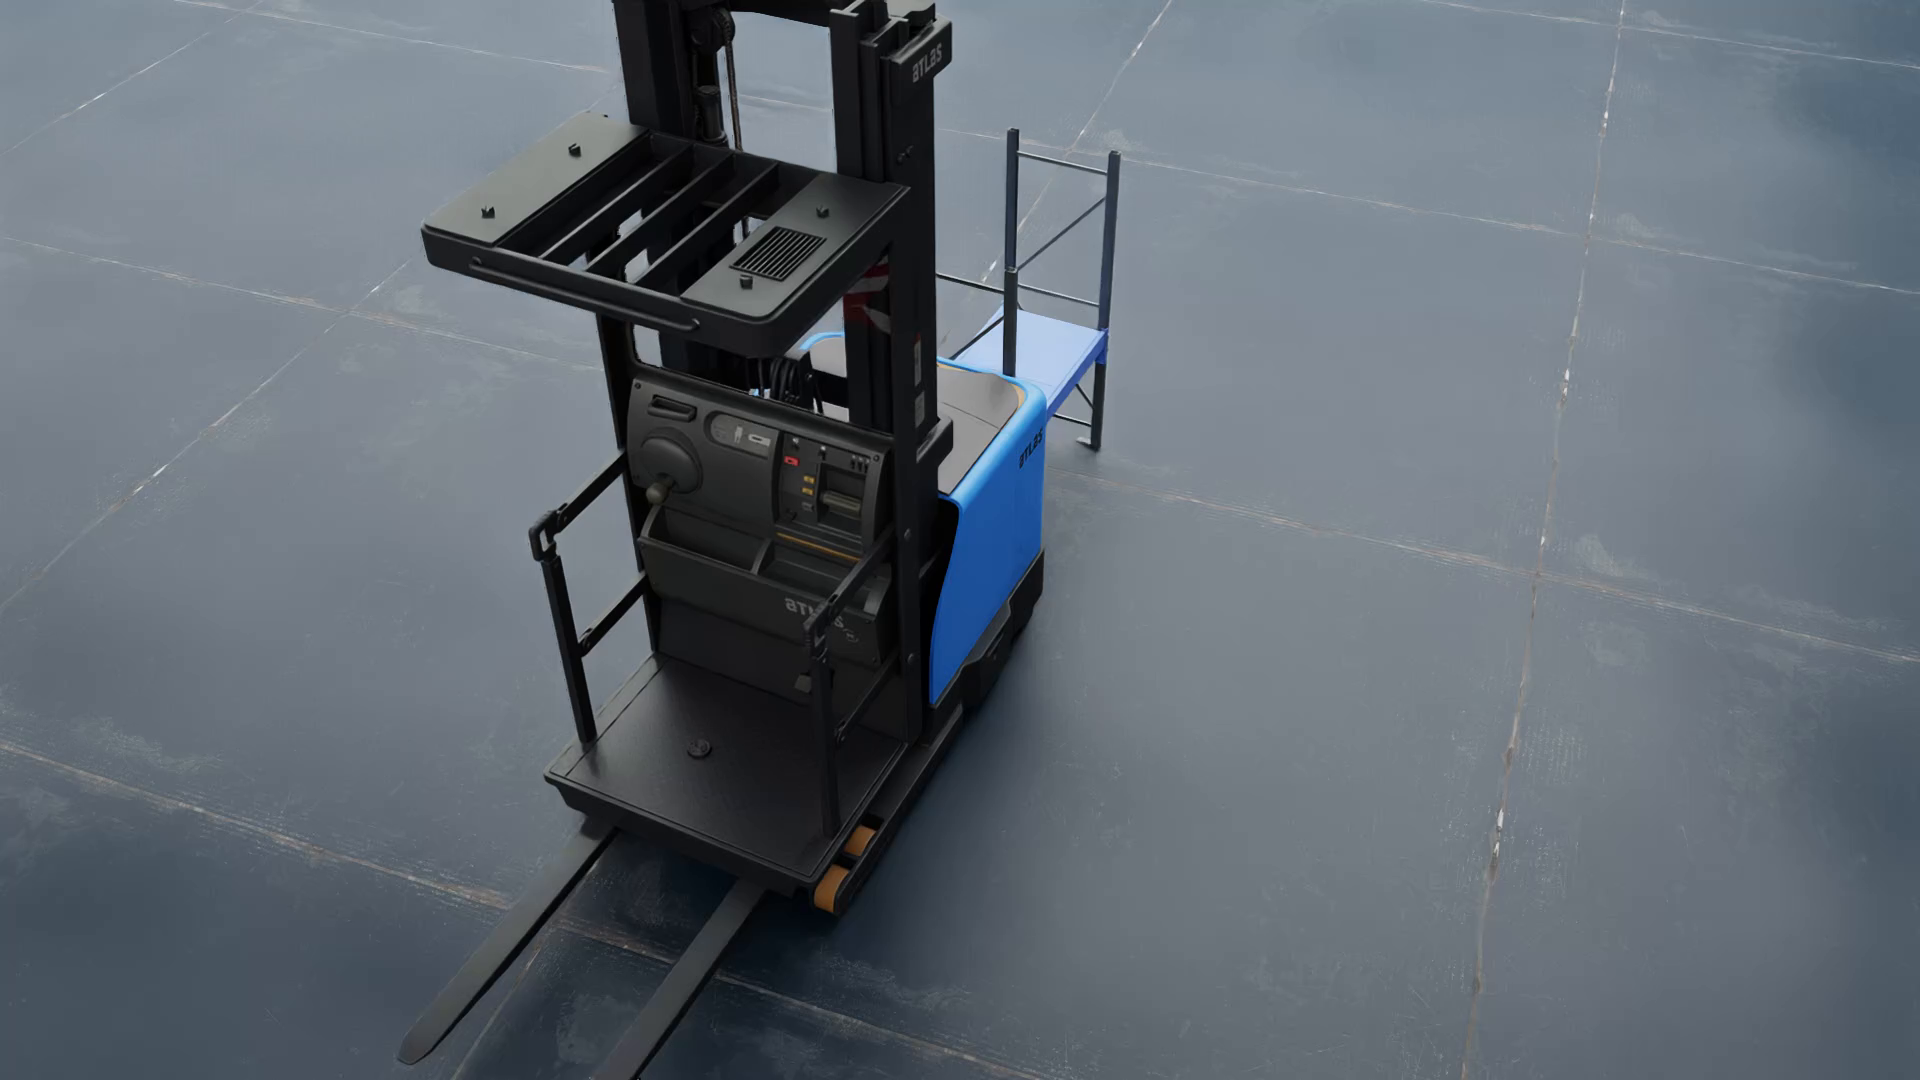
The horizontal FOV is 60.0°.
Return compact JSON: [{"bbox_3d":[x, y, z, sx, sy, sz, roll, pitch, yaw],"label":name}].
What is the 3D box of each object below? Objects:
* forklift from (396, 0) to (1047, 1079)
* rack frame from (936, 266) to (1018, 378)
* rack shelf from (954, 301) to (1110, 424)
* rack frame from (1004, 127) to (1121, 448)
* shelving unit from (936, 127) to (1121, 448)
[{"bbox_3d":[-0.755,-0.159,5.178,1.130,2.935,3.031,18,43,19],"label":"forklift"},{"bbox_3d":[-0.017,-0.487,6.665,0.500,1.500,0.032,18,43,19],"label":"rack frame"},{"bbox_3d":[0.205,-0.646,7.129,0.538,0.185,1.000,18,43,19],"label":"rack shelf"},{"bbox_3d":[0.428,-1.080,7.360,0.500,1.500,0.032,18,43,19],"label":"rack frame"},{"bbox_3d":[0.205,-0.783,7.013,0.538,1.500,1.048,18,43,19],"label":"shelving unit"}]
